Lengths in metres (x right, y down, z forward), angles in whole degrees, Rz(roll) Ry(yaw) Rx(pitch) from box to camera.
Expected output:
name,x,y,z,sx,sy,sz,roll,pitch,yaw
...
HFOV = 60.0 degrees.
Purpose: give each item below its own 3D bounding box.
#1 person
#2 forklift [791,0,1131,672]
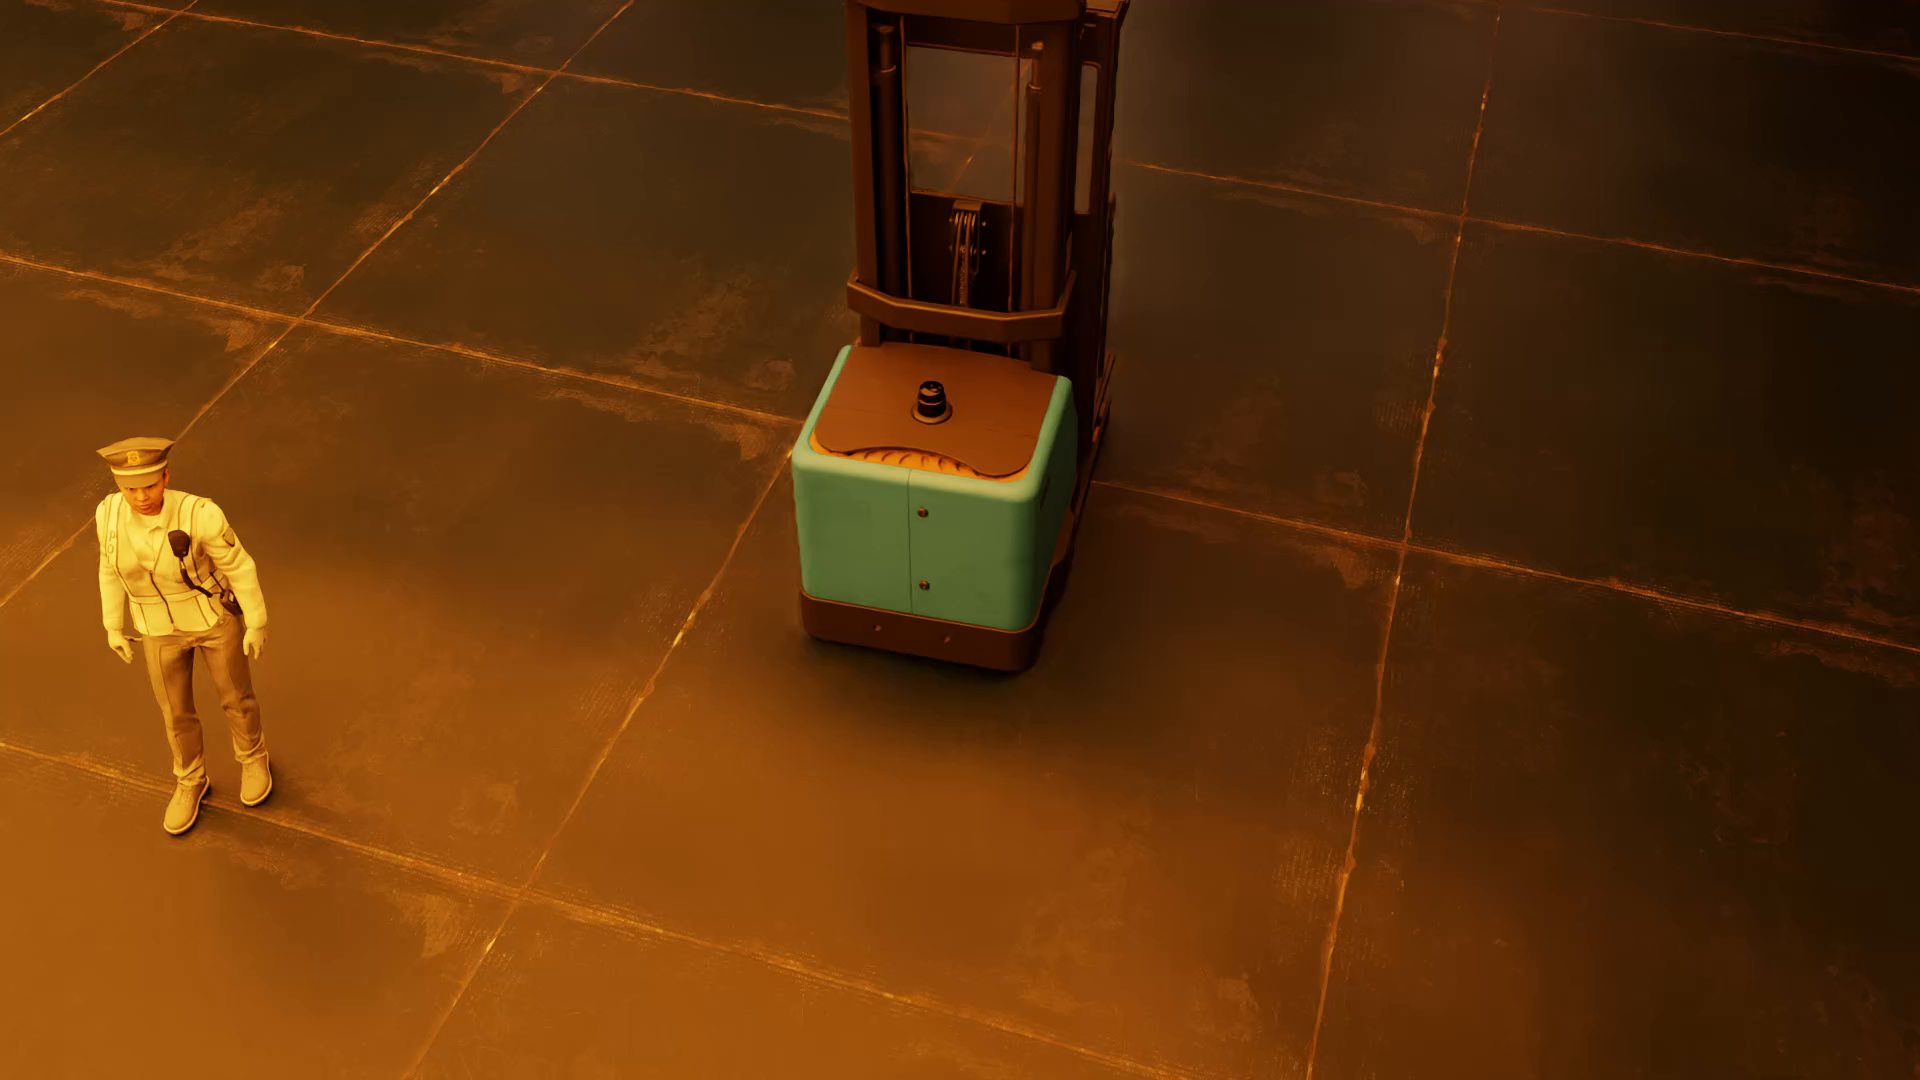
name,x,y,z,sx,sy,sz,roll,pitch,yaw
person,-2.891,0.353,6.206,0.588,1.694,0.530,-4,43,-5
forklift,0.141,-1.527,7.330,1.130,2.935,3.031,9,44,10
